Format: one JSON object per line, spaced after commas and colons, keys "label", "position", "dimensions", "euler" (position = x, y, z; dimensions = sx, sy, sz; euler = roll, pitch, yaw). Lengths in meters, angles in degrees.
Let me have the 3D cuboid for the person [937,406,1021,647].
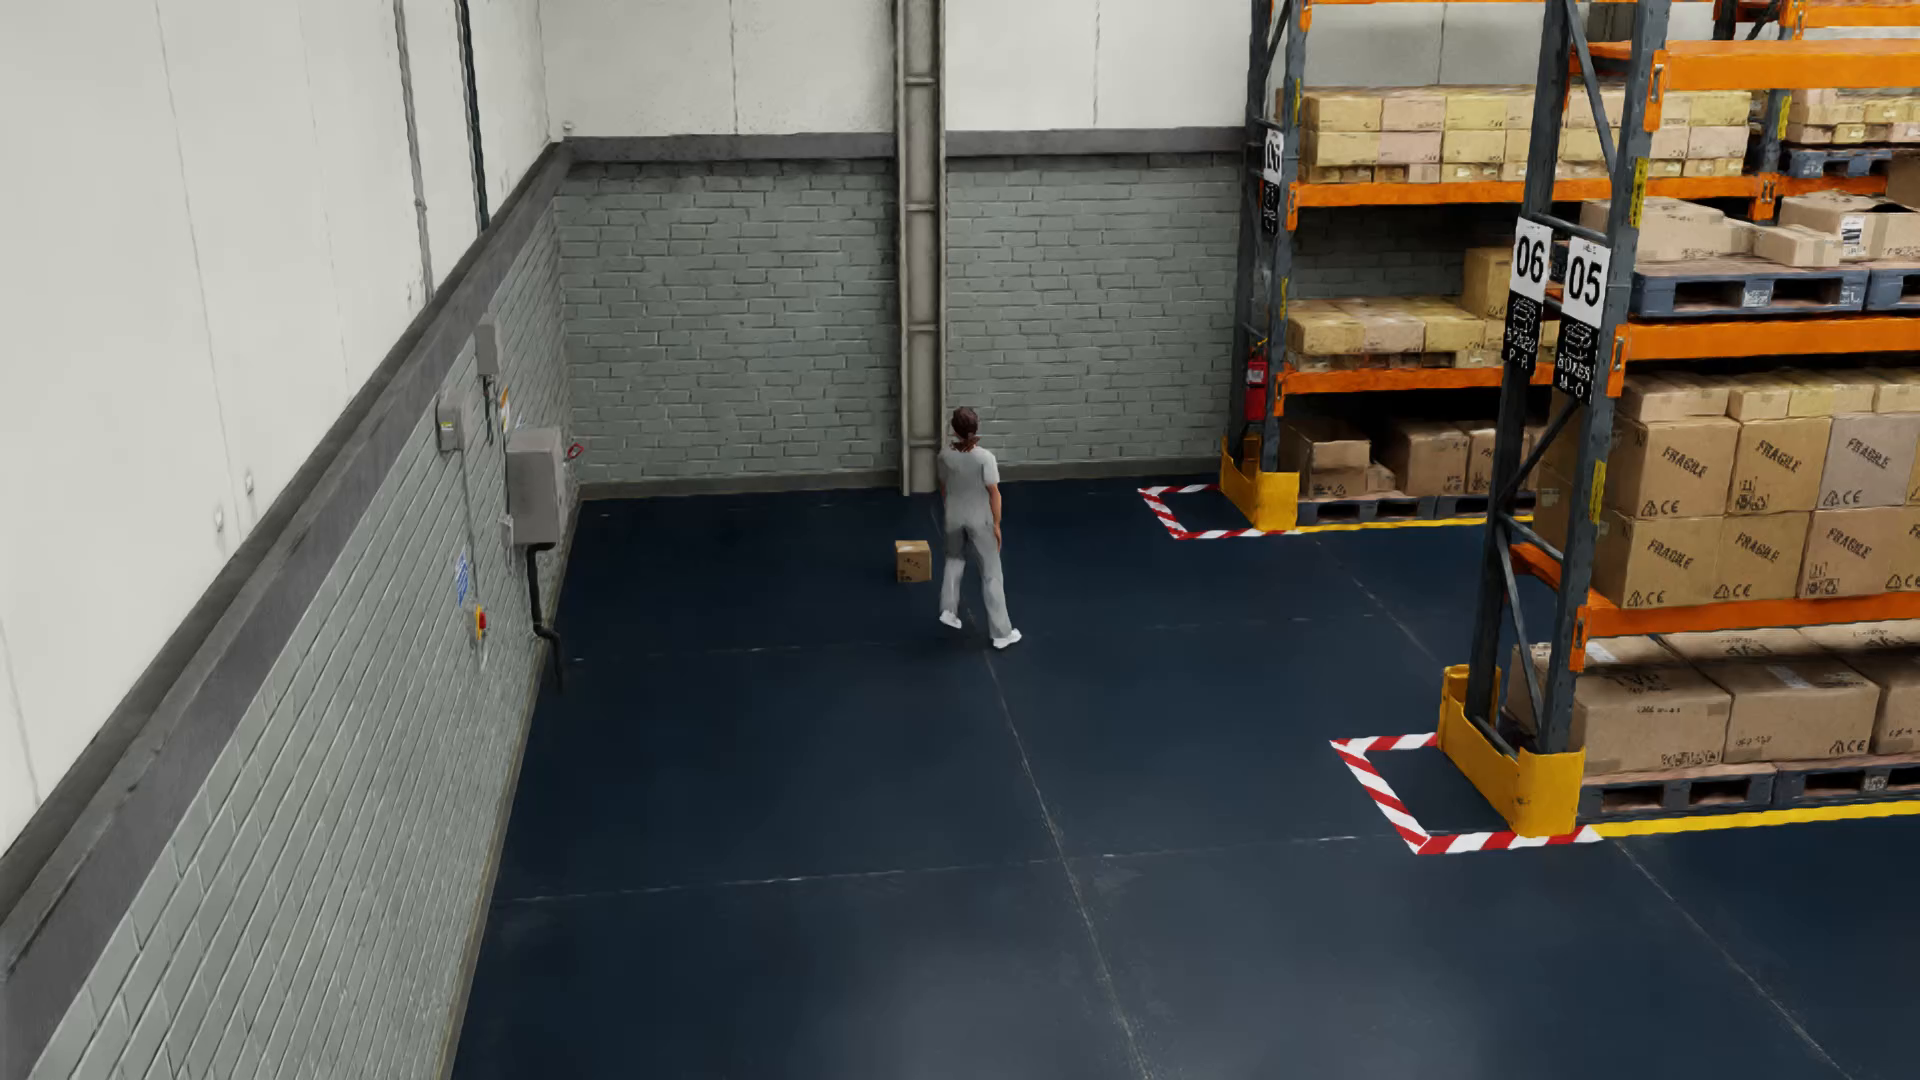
{"label": "person", "position": [0.134, -0.102, 11.338], "dimensions": [0.581, 1.656, 0.459], "euler": [6, 21, 15]}
